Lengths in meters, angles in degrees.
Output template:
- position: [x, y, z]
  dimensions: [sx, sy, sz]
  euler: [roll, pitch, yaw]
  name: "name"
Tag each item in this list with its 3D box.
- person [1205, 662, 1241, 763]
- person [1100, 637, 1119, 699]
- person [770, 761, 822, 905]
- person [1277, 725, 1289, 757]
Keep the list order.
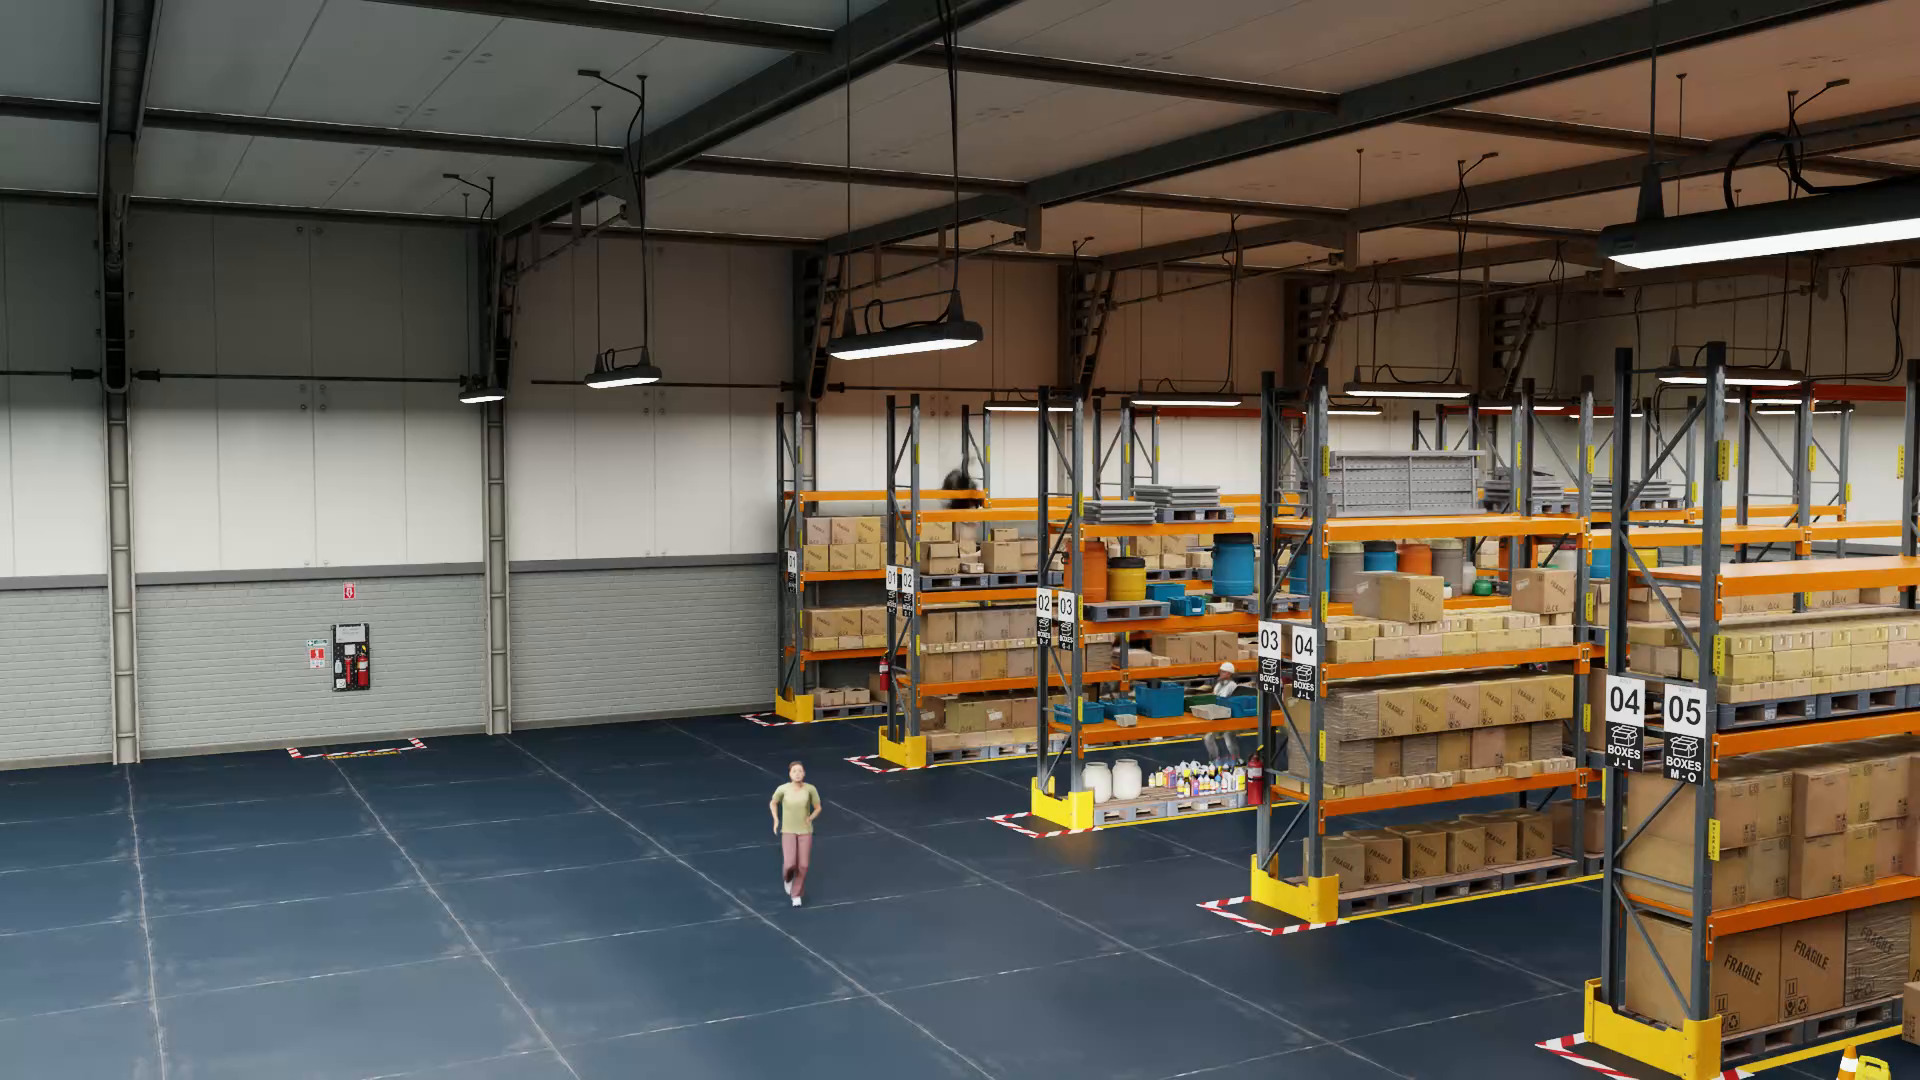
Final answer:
- position: [4.127, 2.811, 25.987]
  dimensions: [0.699, 1.815, 0.638]
  euler: [-2, 4, -36]
  name: "person"
- position: [2.889, 2.594, 31.678]
  dimensions: [0.680, 1.553, 0.542]
  euler: [-2, 4, -34]
  name: "person"
- position: [-1.834, 3.293, 18.669]
  dimensions: [0.575, 1.627, 0.540]
  euler: [-1, 3, -9]
  name: "person"
- position: [5.567, 2.781, 27.575]
  dimensions: [0.672, 1.679, 0.577]
  euler: [-3, 4, -39]
  name: "person"
